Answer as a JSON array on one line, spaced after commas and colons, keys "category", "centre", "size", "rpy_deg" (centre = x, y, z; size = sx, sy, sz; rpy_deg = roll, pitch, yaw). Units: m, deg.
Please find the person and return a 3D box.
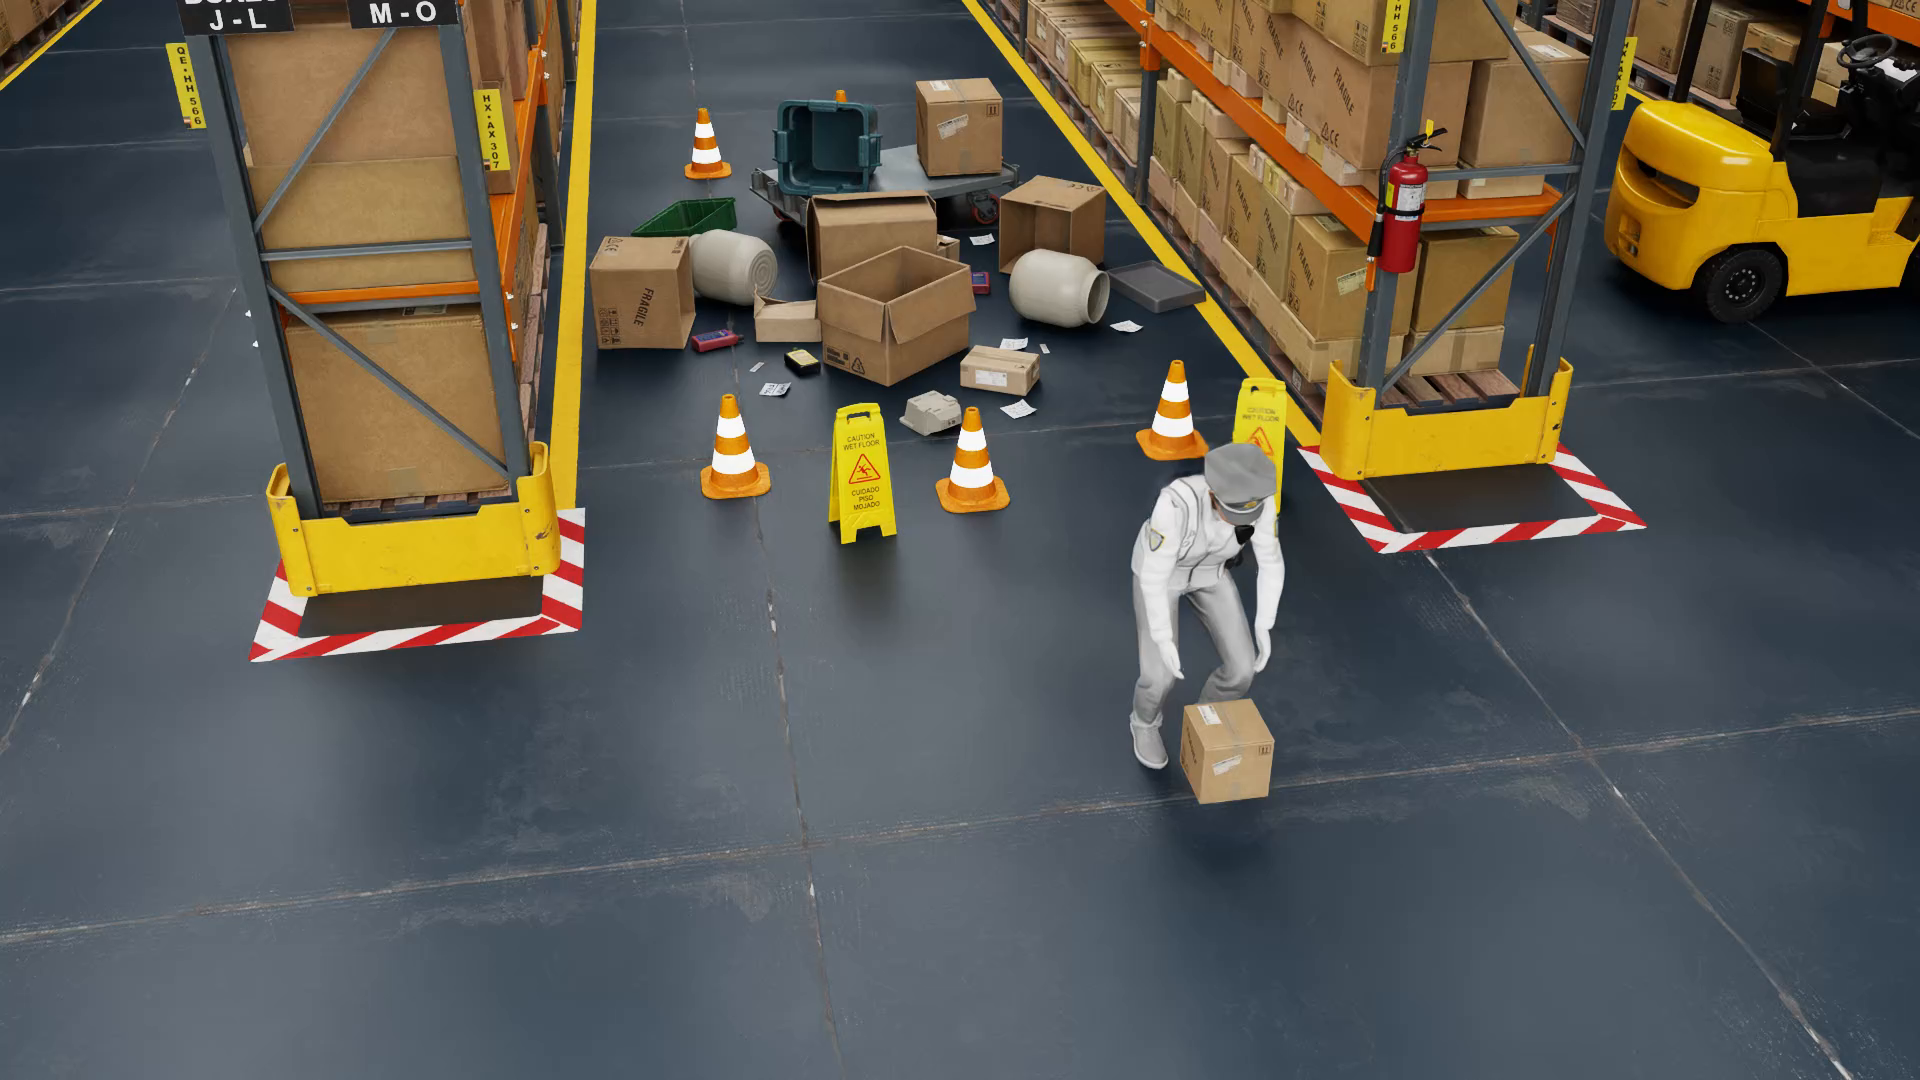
[{"category": "person", "centre": [0.889, 0.217, 6.032], "size": [0.535, 1.404, 0.691], "rpy_deg": [-5, 31, -9]}]
